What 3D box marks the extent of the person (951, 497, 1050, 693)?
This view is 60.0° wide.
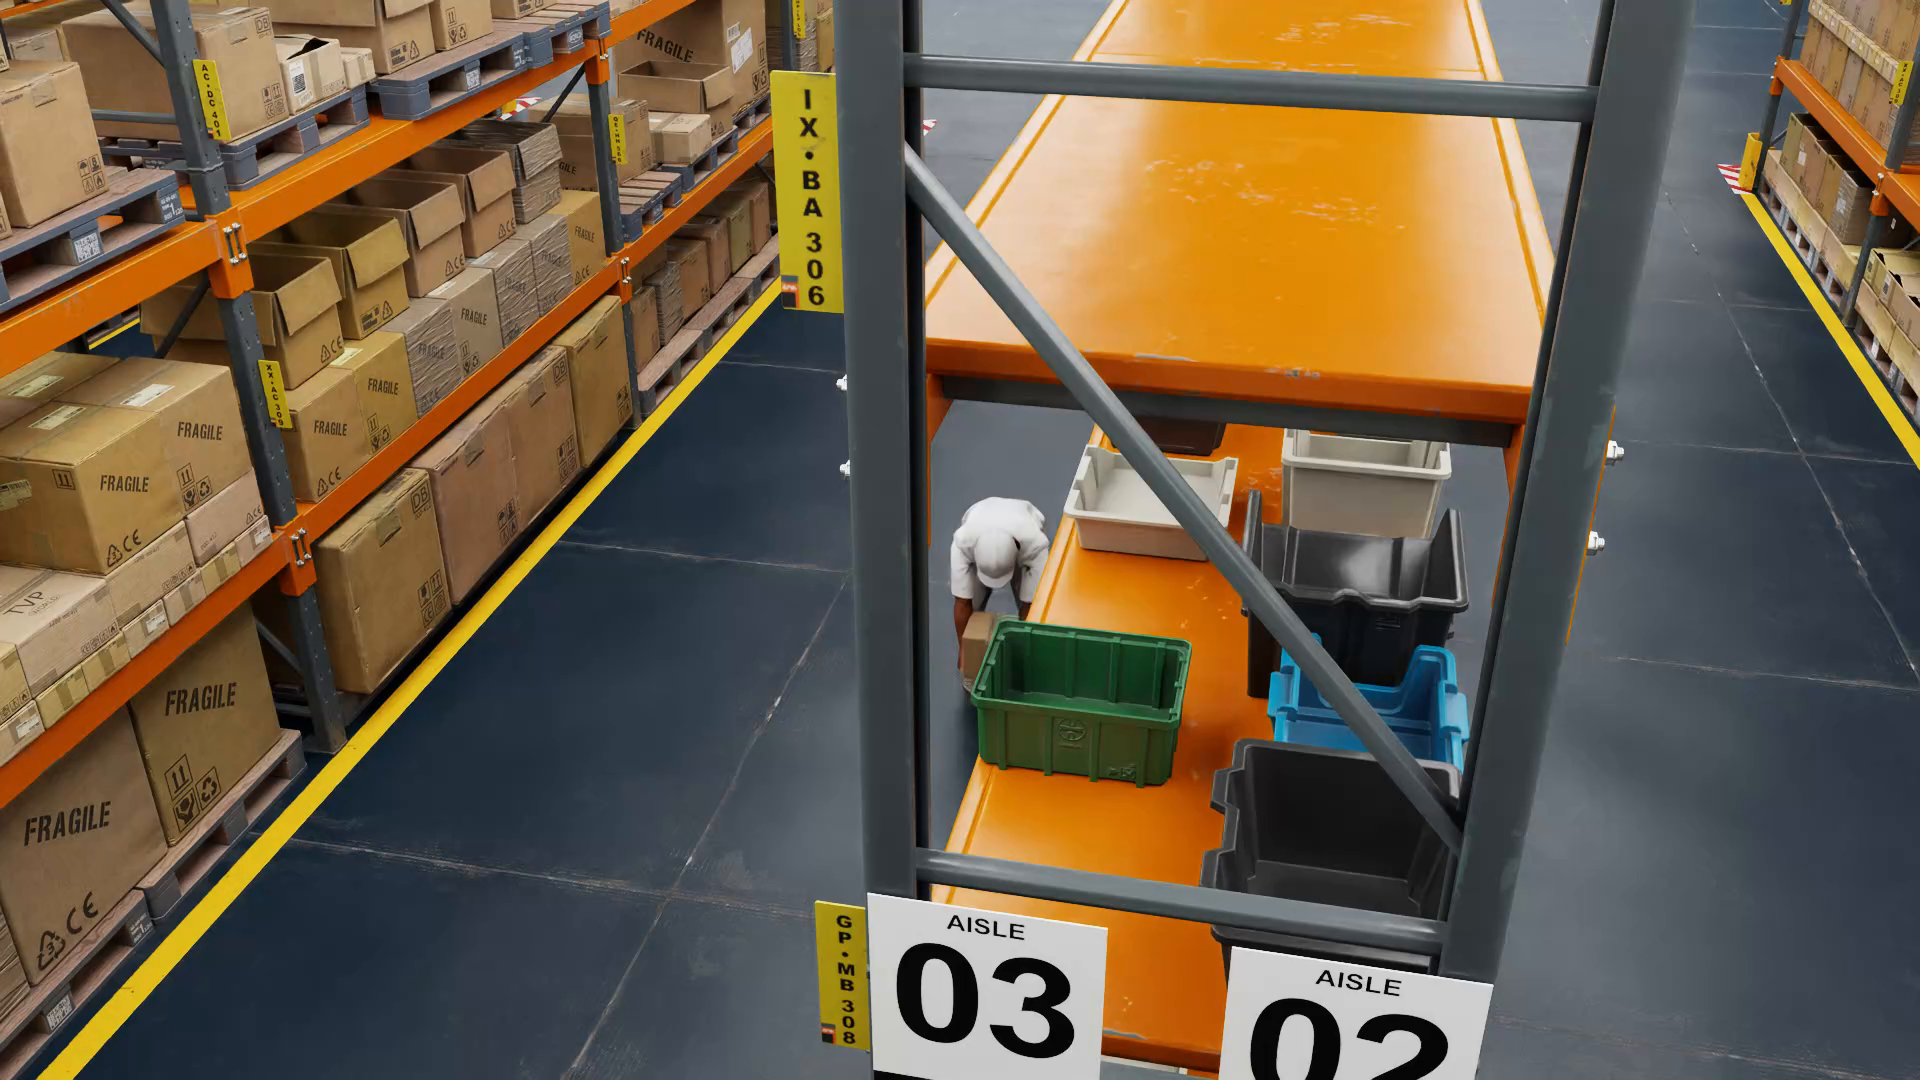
[{"bbox_3d":[0.215,0.325,8.556,0.498,1.231,0.946,3,29,6],"label":"person"}]
